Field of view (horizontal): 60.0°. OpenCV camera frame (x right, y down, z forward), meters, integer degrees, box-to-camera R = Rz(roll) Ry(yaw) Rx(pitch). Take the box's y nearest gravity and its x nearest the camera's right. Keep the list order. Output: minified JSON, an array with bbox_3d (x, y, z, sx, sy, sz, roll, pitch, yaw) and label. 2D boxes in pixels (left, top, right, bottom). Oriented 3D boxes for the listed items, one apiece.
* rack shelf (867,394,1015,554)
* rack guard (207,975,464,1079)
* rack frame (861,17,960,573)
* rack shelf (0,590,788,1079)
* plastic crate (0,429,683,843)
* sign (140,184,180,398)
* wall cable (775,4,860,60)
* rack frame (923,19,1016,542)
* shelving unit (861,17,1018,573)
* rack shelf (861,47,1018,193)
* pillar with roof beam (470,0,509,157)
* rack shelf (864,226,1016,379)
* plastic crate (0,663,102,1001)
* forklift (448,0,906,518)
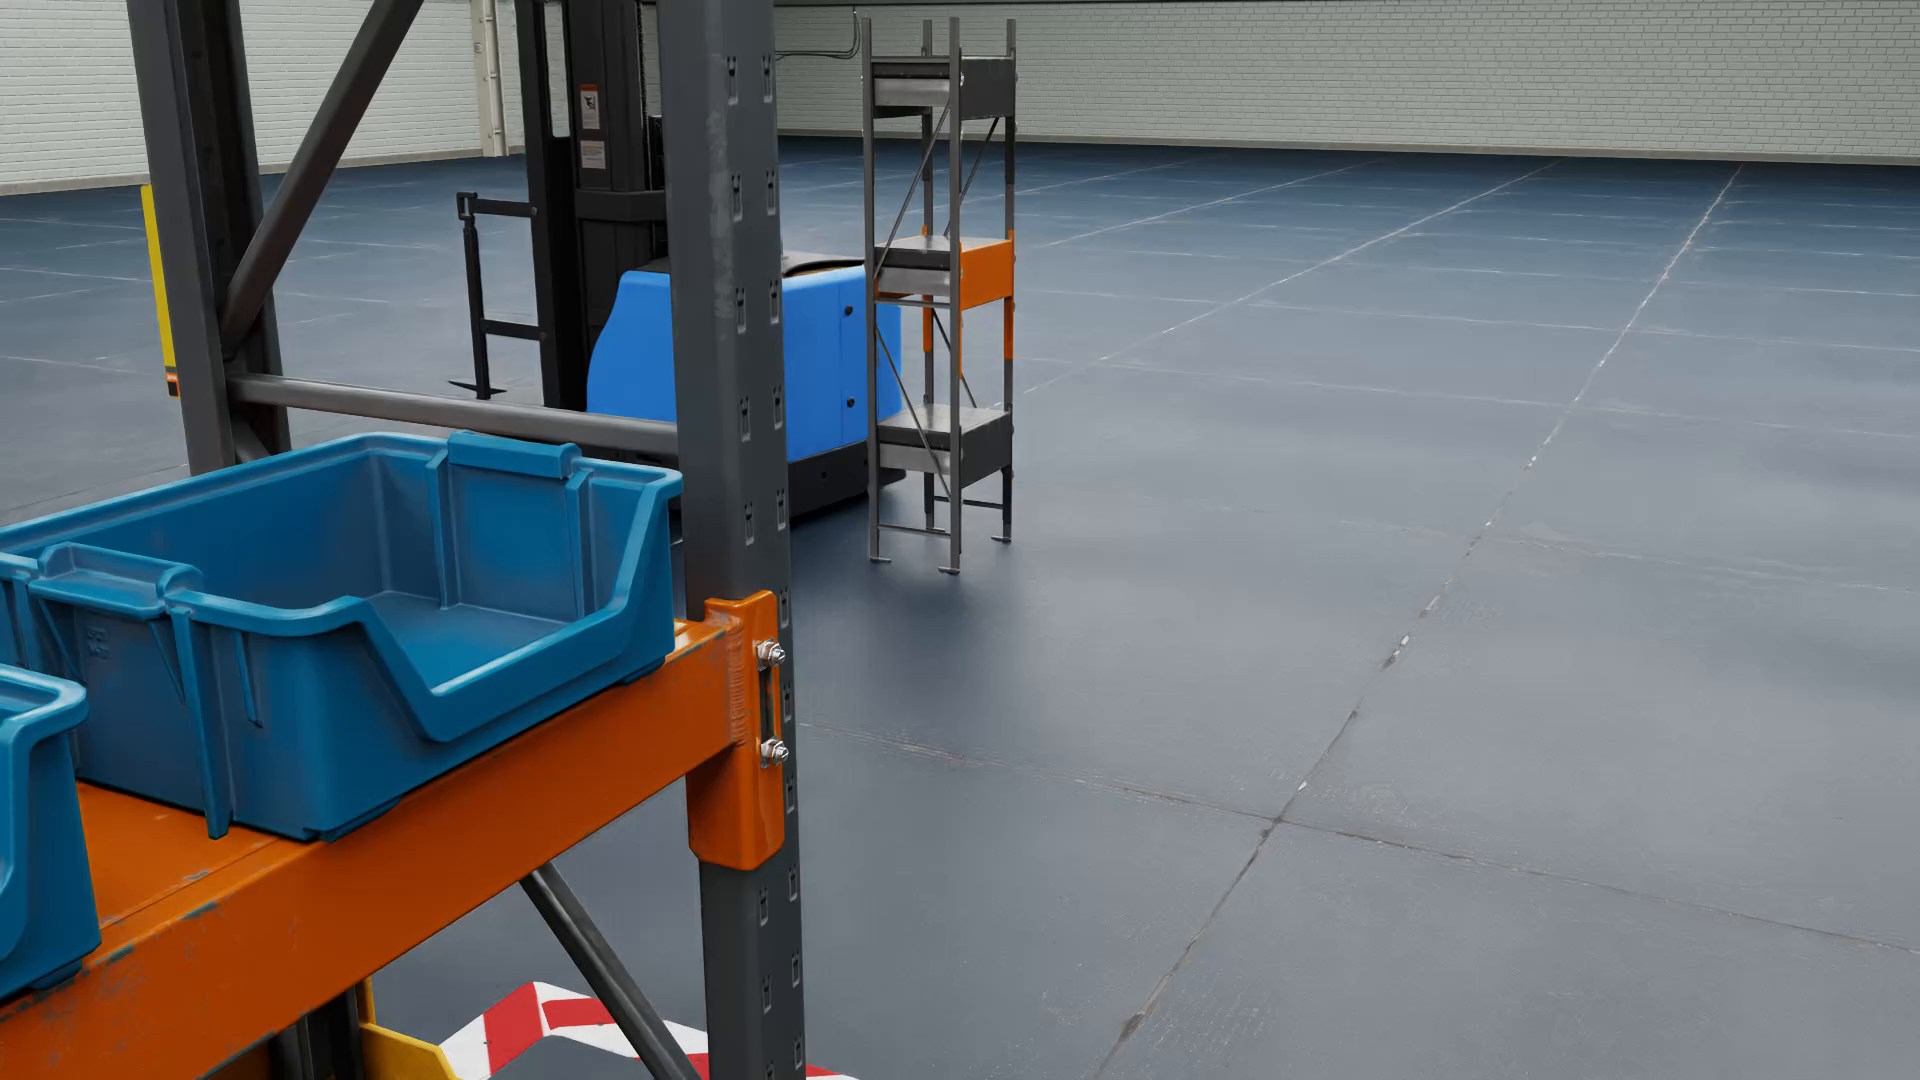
[{"bbox_3d":[-0.074,-0.280,6.787,0.431,0.518,0.480,8,18,25],"label":"rack shelf"},{"bbox_3d":[-0.689,1.054,2.598,1.175,0.500,0.348,8,18,25],"label":"rack guard"},{"bbox_3d":[-0.183,-0.902,6.374,0.400,2.100,0.015,8,18,25],"label":"rack frame"},{"bbox_3d":[-1.591,0.684,0.715,1.077,0.370,4.000,8,18,25],"label":"rack shelf"},{"bbox_3d":[-0.654,0.067,1.792,0.499,0.251,0.616,8,18,25],"label":"plastic crate"},{"bbox_3d":[-1.188,-0.374,2.528,0.100,0.325,0.005,8,18,25],"label":"sign"},{"bbox_3d":[-3.649,-12.240,37.882,3.097,2.526,0.112,8,18,25],"label":"wall cable"},{"bbox_3d":[0.035,-1.027,6.793,0.400,2.100,0.015,8,18,25],"label":"rack frame"},{"bbox_3d":[-0.074,-0.964,6.583,0.431,2.100,0.503,8,18,25],"label":"shelving unit"},{"bbox_3d":[-0.074,-1.622,6.388,0.431,0.518,0.480,8,18,25],"label":"rack shelf"},{"bbox_3d":[-4.978,-11.070,28.490,9.100,9.000,0.400,8,18,25],"label":"pillar with roof beam"},{"bbox_3d":[-0.074,-0.951,6.587,0.431,0.518,0.480,8,18,25],"label":"rack shelf"},{"bbox_3d":[-0.949,0.232,1.237,0.499,0.251,0.408,8,18,25],"label":"plastic crate"},{"bbox_3d":[-1.752,-1.763,7.811,3.031,2.935,1.130,11,20,33],"label":"forklift"}]
